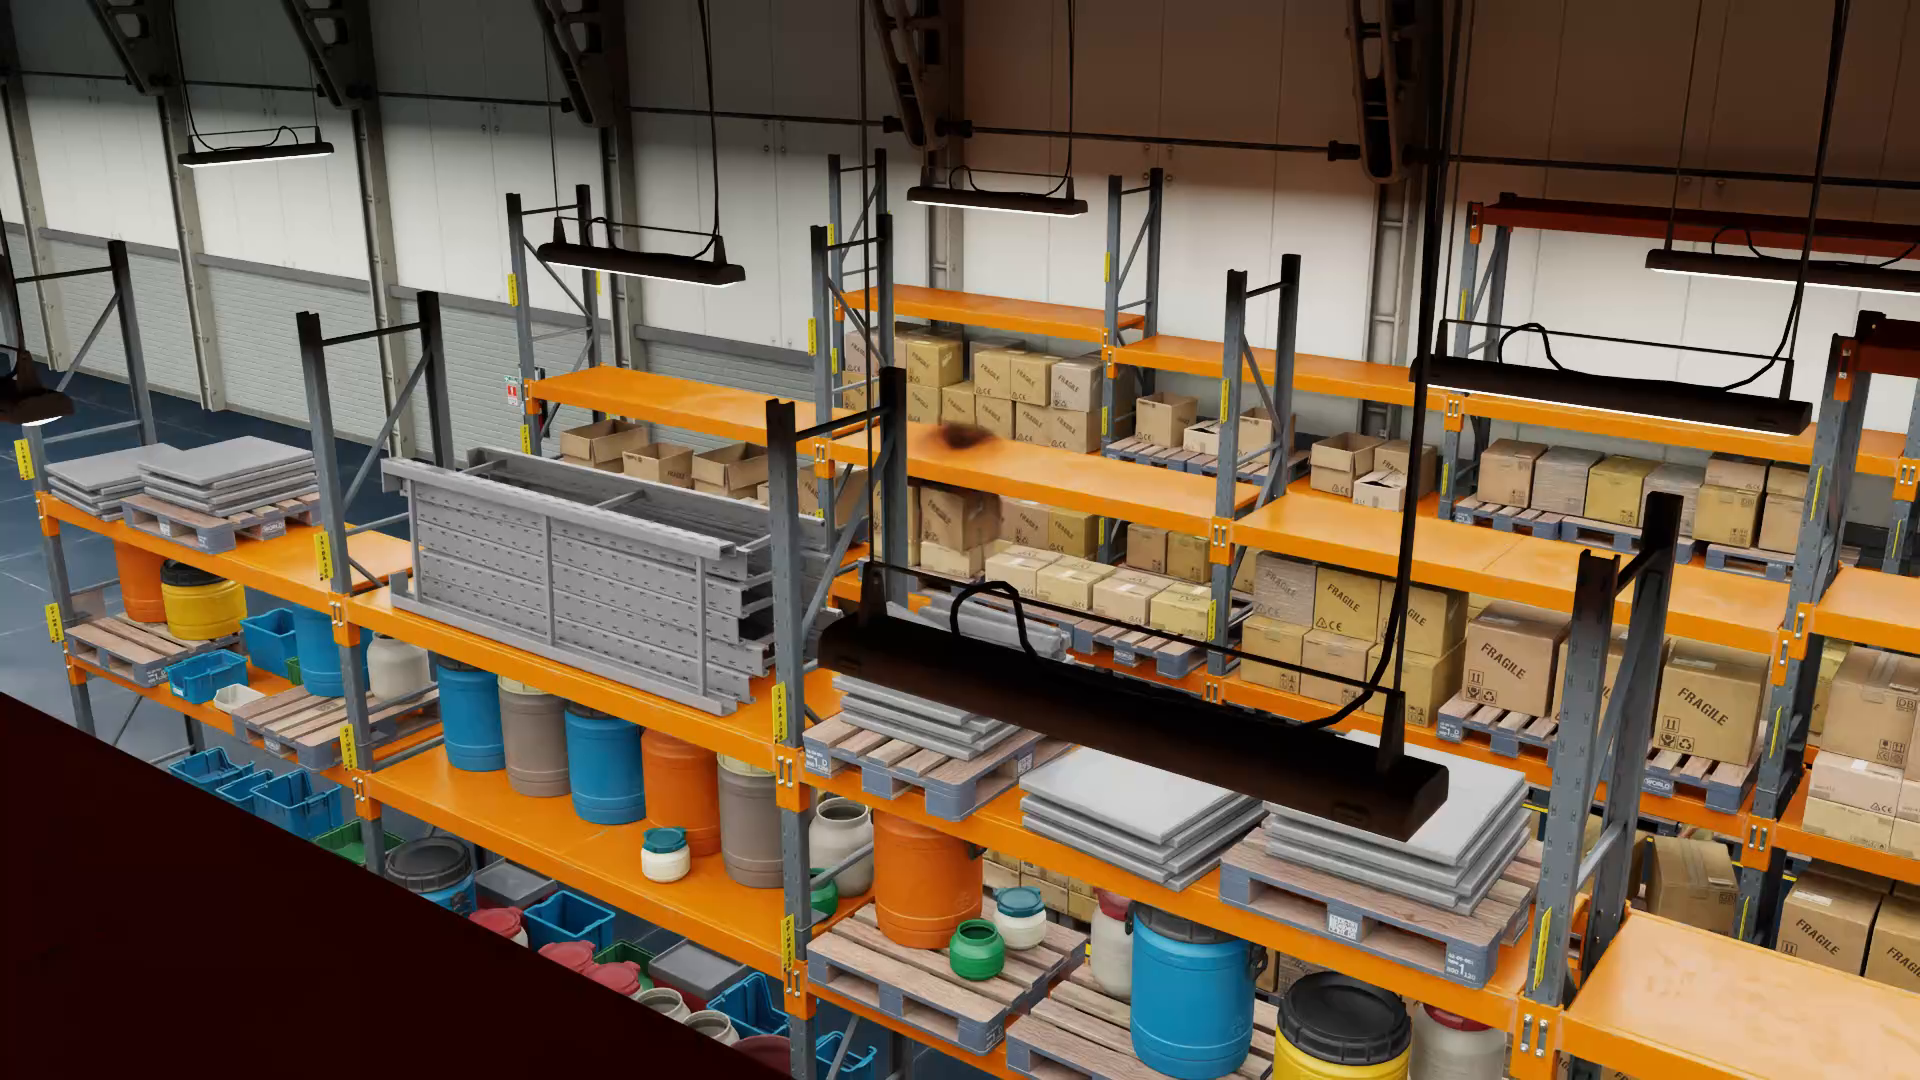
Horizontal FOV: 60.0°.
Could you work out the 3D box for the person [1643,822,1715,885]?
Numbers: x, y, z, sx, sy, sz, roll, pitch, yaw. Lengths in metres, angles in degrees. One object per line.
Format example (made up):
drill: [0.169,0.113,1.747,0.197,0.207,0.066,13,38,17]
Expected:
person: [6.502,2.627,14.733,1.064,1.612,0.558,11,21,30]
